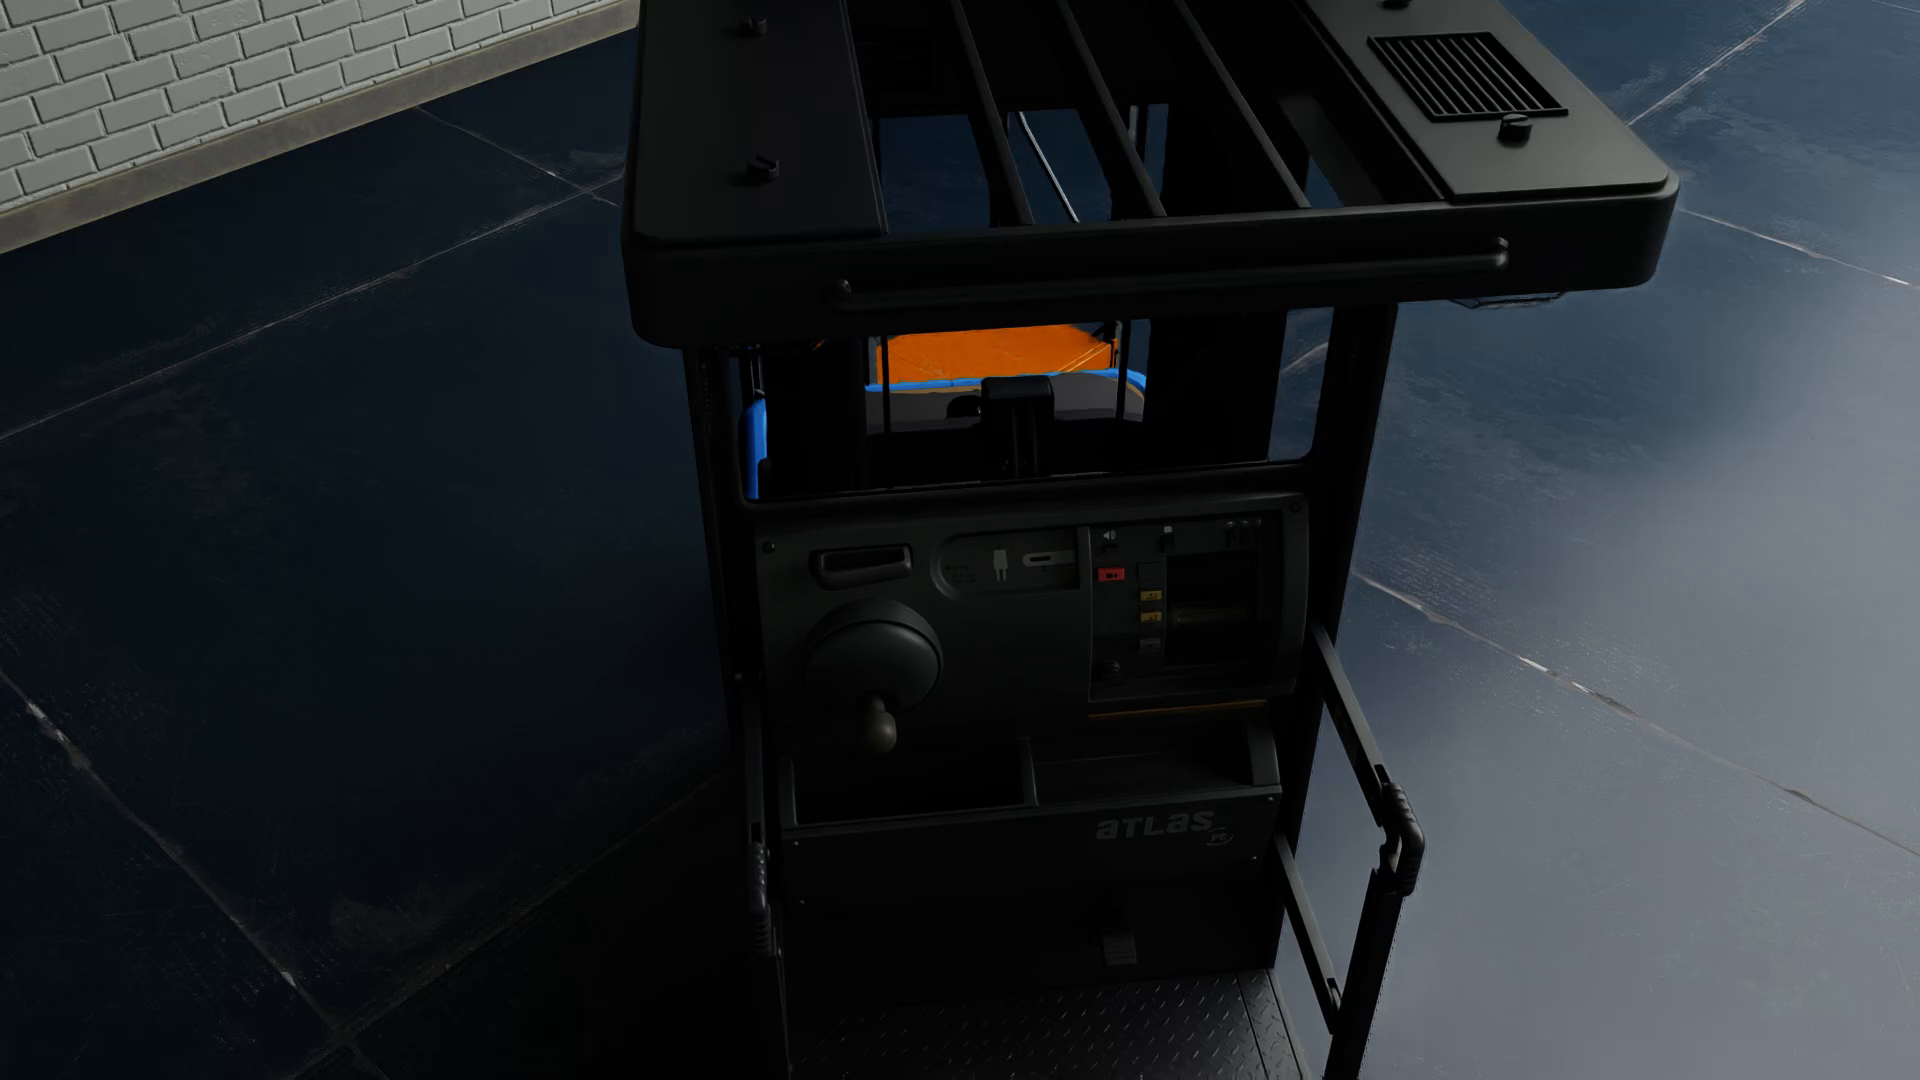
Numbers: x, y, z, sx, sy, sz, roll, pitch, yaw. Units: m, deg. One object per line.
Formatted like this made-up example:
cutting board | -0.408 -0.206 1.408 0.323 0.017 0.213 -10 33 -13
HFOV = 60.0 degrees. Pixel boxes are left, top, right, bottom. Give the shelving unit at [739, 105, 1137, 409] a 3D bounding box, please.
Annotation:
shelving unit | -0.051 -0.552 4.739 0.587 1.500 1.083 30 47 32

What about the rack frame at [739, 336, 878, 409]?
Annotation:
rack frame | -0.401 -0.314 4.440 0.500 1.500 0.032 30 47 32

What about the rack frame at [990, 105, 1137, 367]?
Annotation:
rack frame | 0.285 -0.781 5.028 0.500 1.500 0.032 30 47 32

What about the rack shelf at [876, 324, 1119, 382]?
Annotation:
rack shelf | -0.058 -0.407 4.846 0.538 0.185 1.000 30 47 32

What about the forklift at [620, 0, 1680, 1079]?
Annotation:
forklift | 0.157 0.207 2.635 1.130 2.935 3.031 -4 39 -5
